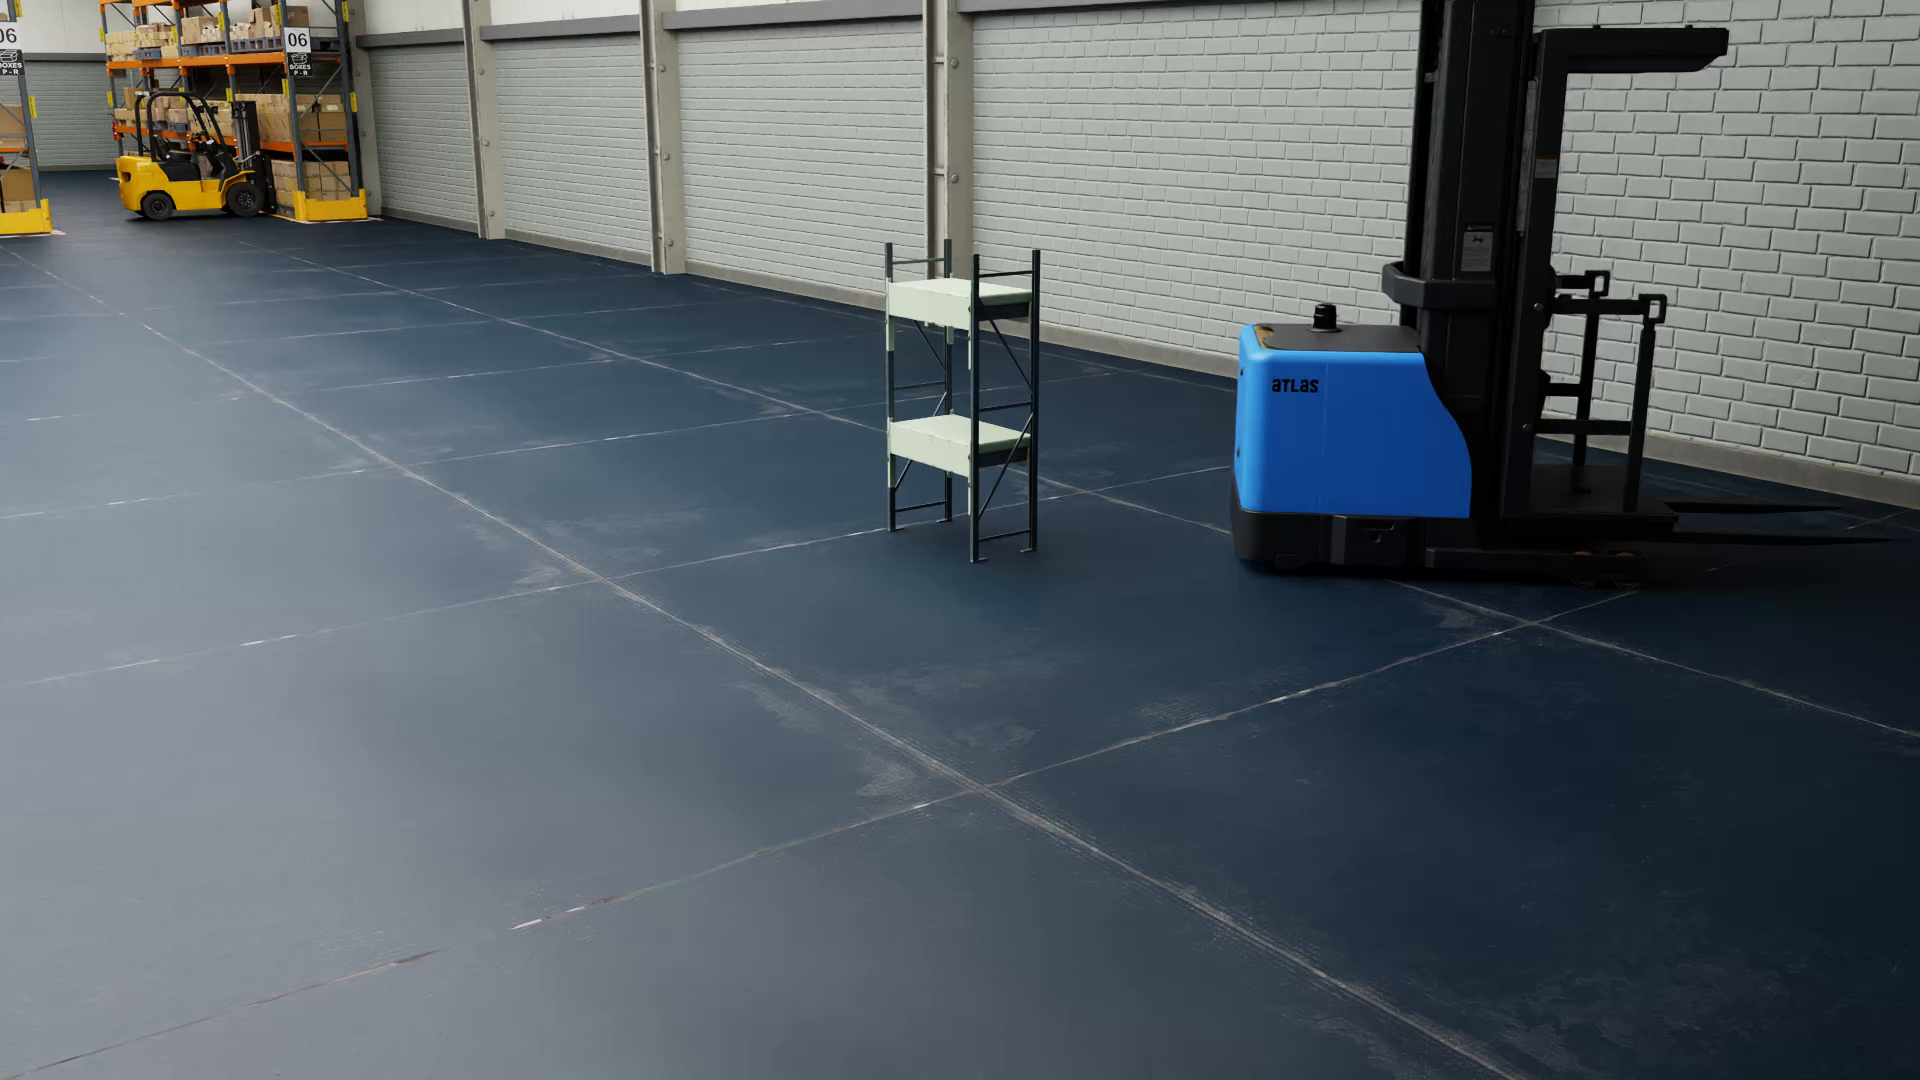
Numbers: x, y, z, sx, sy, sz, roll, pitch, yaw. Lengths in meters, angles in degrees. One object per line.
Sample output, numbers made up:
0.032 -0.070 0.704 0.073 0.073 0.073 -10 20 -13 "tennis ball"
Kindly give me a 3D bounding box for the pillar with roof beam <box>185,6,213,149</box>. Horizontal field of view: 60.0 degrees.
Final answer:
-21.230 -12.153 35.934 9.100 9.000 0.400 -11 19 -35 "pillar with roof beam"

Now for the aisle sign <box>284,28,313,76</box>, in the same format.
-11.211 -8.271 28.190 0.394 0.787 0.004 -11 19 -35 "aisle sign"

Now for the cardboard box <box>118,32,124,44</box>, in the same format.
-19.464 -11.795 39.081 0.500 0.250 0.500 -10 18 -33 "cardboard box"

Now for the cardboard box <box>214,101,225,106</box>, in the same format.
-14.520 -8.599 32.894 0.380 0.149 0.250 -11 19 -34 "cardboard box"

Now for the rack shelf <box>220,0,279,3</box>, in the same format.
-12.188 -9.858 29.667 1.077 0.370 4.000 -11 19 -35 "rack shelf"

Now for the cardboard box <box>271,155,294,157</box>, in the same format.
-12.918 -7.215 31.773 0.500 0.250 0.500 -10 18 -33 "cardboard box"

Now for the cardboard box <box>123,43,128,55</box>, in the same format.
-19.160 -11.442 38.738 0.500 0.250 0.500 -10 18 -33 "cardboard box"

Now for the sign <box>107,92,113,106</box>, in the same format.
-20.859 -10.827 40.812 0.100 0.325 0.005 -11 19 -35 "sign"

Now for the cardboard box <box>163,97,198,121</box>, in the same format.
-16.825 -9.358 36.092 0.797 0.503 0.637 -11 19 -36 "cardboard box"

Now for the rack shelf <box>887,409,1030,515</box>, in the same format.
0.004 -0.408 8.459 0.431 0.370 0.720 -11 19 -35 "rack shelf"

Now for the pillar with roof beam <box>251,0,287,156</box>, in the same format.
-17.703 -10.872 31.253 9.100 9.000 0.400 -11 19 -35 "pillar with roof beam"

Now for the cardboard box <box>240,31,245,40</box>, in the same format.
-12.894 -9.201 30.319 0.380 0.149 0.250 -10 18 -33 "cardboard box"

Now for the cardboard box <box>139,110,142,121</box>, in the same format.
-18.871 -9.886 38.735 0.500 0.250 0.500 -11 19 -34 "cardboard box"

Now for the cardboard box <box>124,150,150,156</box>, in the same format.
-20.137 -9.347 40.977 0.797 0.503 0.637 -12 19 -37 "cardboard box"

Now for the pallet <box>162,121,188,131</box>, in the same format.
-16.863 -9.107 36.533 1.003 0.211 1.213 -11 19 -35 "pallet"

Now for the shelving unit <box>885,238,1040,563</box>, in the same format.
0.004 -0.722 8.373 0.431 1.500 0.755 -11 19 -35 "shelving unit"

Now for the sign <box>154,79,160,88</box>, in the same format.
-19.959 -11.286 41.339 0.100 0.325 0.005 -11 19 -35 "sign"

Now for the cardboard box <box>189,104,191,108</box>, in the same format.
-15.767 -9.033 34.478 0.380 0.149 0.250 -10 18 -33 "cardboard box"

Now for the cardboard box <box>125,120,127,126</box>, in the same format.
-19.980 -10.098 40.266 0.380 0.149 0.250 -10 18 -33 "cardboard box"

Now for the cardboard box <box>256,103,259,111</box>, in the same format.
-12.660 -7.906 30.360 0.380 0.149 0.250 -12 19 -36 "cardboard box"

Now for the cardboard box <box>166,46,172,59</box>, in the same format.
-16.510 -10.339 35.271 0.500 0.250 0.500 -11 19 -34 "cardboard box"

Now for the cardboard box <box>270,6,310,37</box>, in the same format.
-11.470 -8.880 28.481 0.500 0.500 0.500 -10 18 -33 "cardboard box"

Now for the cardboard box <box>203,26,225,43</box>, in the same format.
-14.438 -9.866 32.444 0.500 0.311 0.500 -12 19 -36 "cardboard box"

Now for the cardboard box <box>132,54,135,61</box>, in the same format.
-18.810 -11.107 38.271 0.380 0.149 0.250 -10 18 -33 "cardboard box"

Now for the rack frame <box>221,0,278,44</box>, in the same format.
-13.364 -10.825 31.080 1.000 3.000 0.127 -11 19 -35 "rack frame"

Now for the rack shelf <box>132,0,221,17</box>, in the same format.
-16.892 -11.566 35.909 1.077 0.370 4.000 -11 19 -35 "rack shelf"

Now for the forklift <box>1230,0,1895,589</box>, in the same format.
2.891 -1.336 7.906 3.031 2.935 1.130 2 15 7 "forklift"

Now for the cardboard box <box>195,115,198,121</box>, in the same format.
-15.359 -8.714 34.070 0.500 0.250 0.500 -10 18 -33 "cardboard box"

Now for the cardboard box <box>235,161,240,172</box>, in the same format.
-13.680 -7.098 32.531 0.875 0.625 0.625 -10 18 -32 "cardboard box"

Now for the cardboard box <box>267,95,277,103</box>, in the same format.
-12.068 -7.828 29.513 0.380 0.149 0.250 -10 18 -33 "cardboard box"

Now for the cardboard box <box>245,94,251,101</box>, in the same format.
-12.964 -8.156 30.711 0.380 0.149 0.250 -10 18 -33 "cardboard box"

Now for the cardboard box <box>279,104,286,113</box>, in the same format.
-11.617 -7.519 28.947 0.380 0.149 0.250 -11 18 -34 "cardboard box"

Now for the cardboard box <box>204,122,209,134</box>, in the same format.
-15.052 -8.363 33.735 0.500 0.250 0.500 -12 19 -36 "cardboard box"

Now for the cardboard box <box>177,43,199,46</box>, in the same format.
-16.119 -10.390 34.704 0.380 0.149 0.250 -10 18 -33 "cardboard box"

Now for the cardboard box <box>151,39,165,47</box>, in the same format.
-17.289 -10.766 36.039 0.380 0.149 0.250 -10 18 -33 "cardboard box"

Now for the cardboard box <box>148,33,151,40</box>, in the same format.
-17.434 -10.963 36.195 0.380 0.149 0.250 -11 19 -34 "cardboard box"

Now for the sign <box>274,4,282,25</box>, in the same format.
-11.459 -8.831 27.952 0.100 0.325 0.005 -11 19 -35 "sign"

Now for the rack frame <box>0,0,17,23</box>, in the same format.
-15.025 -9.199 25.141 1.000 3.000 0.127 -11 19 -35 "rack frame"

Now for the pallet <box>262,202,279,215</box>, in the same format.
-12.209 -6.149 30.643 1.003 0.211 1.213 -11 19 -35 "pallet"

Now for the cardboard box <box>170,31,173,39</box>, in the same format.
-16.424 -10.645 35.069 0.380 0.149 0.250 -12 19 -36 "cardboard box"

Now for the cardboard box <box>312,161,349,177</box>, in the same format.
-11.142 -6.568 29.409 0.500 0.250 0.500 -11 19 -35 "cardboard box"

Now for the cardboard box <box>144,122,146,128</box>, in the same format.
-18.630 -9.599 38.443 0.380 0.149 0.250 -10 18 -33 "cardboard box"

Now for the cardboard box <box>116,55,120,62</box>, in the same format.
-19.885 -11.482 39.638 0.380 0.149 0.250 -11 19 -35 "cardboard box"

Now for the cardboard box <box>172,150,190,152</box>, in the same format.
-17.254 -8.562 36.888 0.380 0.149 0.250 -10 18 -33 "cardboard box"

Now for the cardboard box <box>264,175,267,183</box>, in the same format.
-12.449 -6.573 30.376 0.500 0.250 0.500 -11 19 -35 "cardboard box"

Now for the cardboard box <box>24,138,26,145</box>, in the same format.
-15.420 -6.472 27.015 0.380 0.149 0.250 -11 19 -34 "cardboard box"

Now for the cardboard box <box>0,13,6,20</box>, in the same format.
-15.069 -8.124 25.858 0.380 0.149 0.250 -11 19 -35 "cardboard box"
